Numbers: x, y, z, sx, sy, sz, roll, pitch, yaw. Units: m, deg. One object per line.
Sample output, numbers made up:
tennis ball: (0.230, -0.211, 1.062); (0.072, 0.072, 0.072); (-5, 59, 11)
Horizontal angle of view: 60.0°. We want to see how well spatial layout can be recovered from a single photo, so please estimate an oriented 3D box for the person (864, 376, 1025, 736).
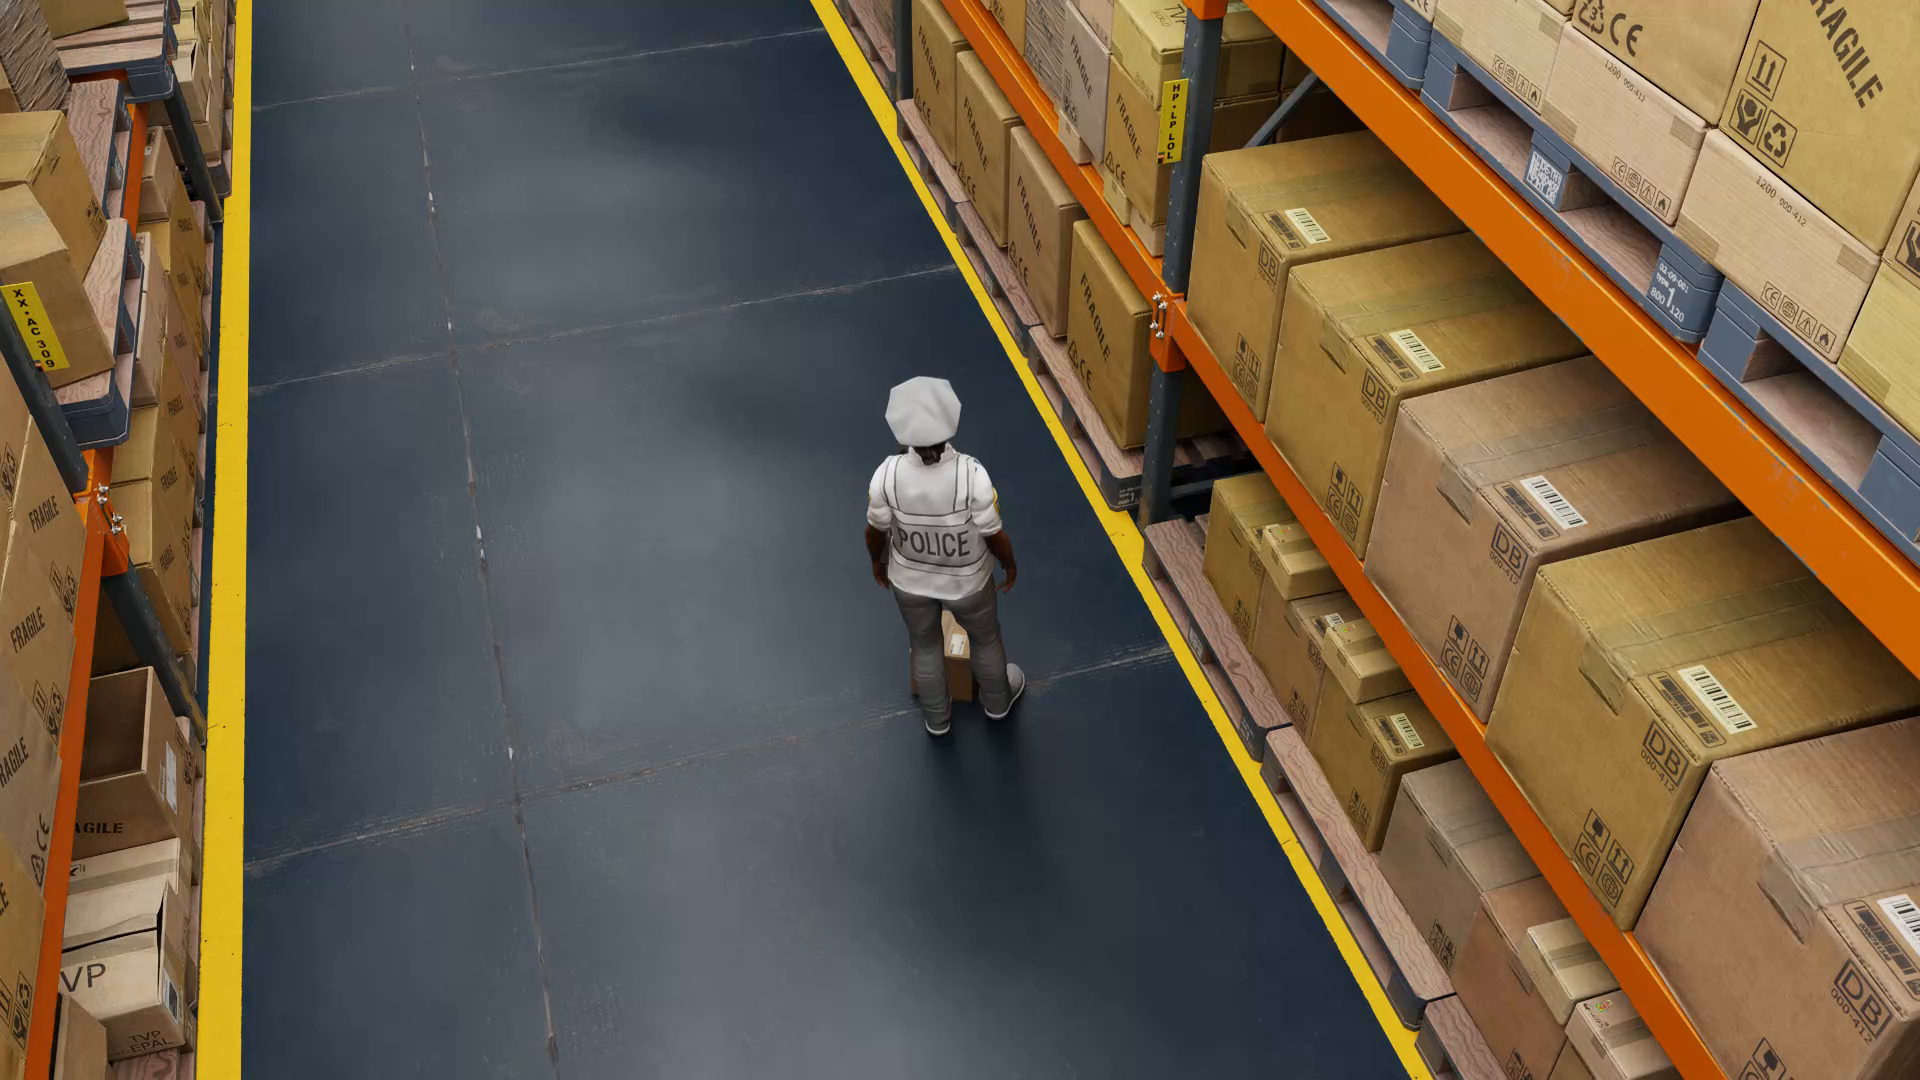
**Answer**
person: (-0.045, 0.063, 6.053); (0.568, 1.694, 0.529); (5, 43, 6)
